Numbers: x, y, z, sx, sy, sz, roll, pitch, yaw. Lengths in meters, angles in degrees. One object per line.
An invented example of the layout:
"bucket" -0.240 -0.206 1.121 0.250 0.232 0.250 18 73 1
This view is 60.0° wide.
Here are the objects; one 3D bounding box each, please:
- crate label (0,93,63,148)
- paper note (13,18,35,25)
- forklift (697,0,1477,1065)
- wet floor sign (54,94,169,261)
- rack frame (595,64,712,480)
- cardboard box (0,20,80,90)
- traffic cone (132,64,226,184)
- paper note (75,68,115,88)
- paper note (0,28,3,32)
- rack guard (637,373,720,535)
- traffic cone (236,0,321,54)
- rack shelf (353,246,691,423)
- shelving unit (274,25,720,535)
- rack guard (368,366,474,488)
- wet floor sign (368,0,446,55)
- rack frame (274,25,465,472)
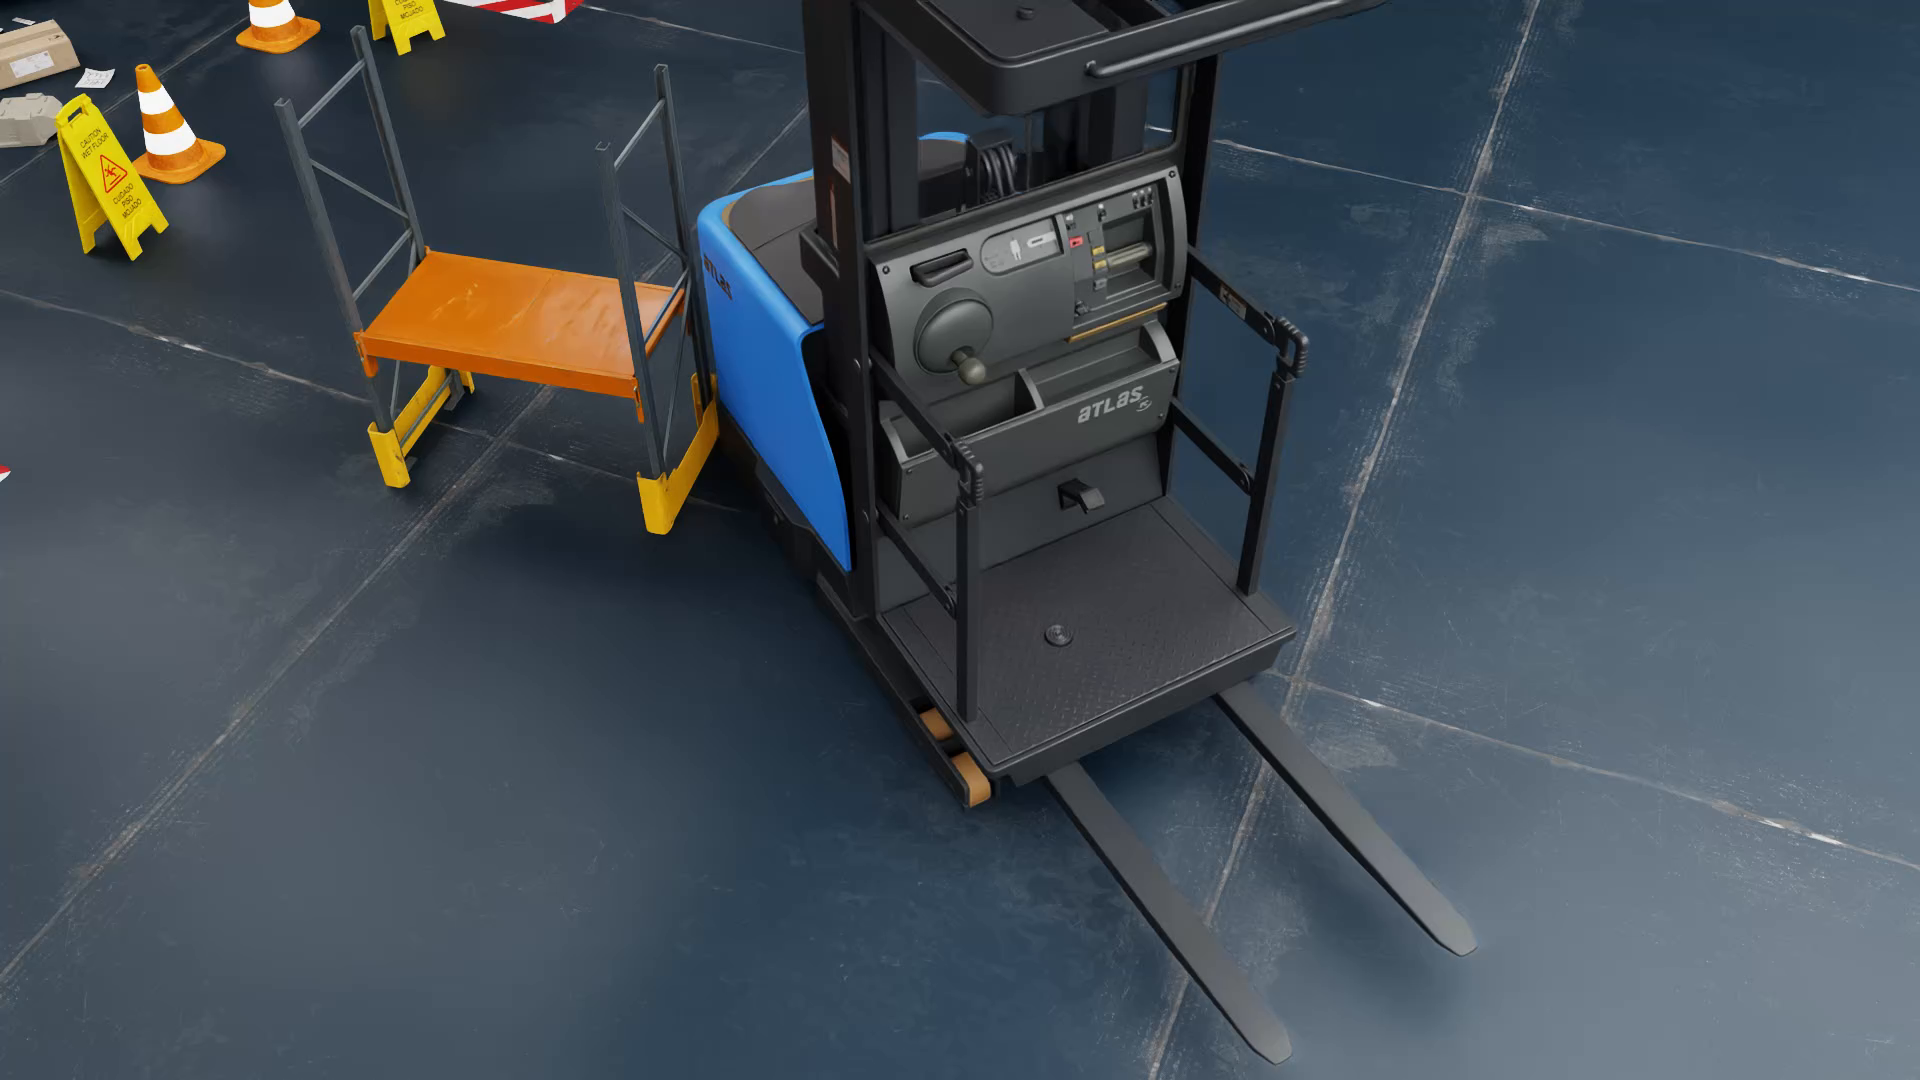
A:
"crate label" -4.253 -1.923 7.585 0.298 0.136 0.250 -5 45 -5
"paper note" -4.712 -2.610 8.367 0.123 0.001 0.032 16 47 16
"forklift" 0.314 -0.621 4.296 1.130 2.935 3.031 -22 49 -21
"wet floor sign" -3.520 -1.499 6.799 0.232 0.644 0.267 9 46 9
"rack frame" -0.968 -0.752 5.442 0.032 1.500 0.500 10 46 10
"cardboard box" -4.483 -2.332 7.989 0.380 0.149 0.250 -28 51 -25
"traffic cone" -3.503 -1.865 7.296 0.334 0.463 0.336 16 47 16
"paper note" -4.135 -2.211 7.950 0.142 0.019 0.148 2 45 2
"paper note" -4.861 -2.535 8.284 0.142 0.019 0.148 33 54 29
"rack guard" -0.986 -0.312 5.886 0.087 0.250 0.587 10 46 10
"traffic cone" -3.390 -2.680 8.115 0.334 0.463 0.336 16 47 16
"rack shelf" -1.461 -0.710 5.655 1.000 0.185 0.538 10 46 10
"shelving unit" -1.470 -0.839 5.530 1.083 1.500 0.587 10 46 10
"rack guard" -1.954 -0.480 6.055 0.087 0.250 0.587 10 46 10
"wet floor sign" -2.733 -2.719 8.026 0.232 0.644 0.267 33 54 29
"rack frame" -1.955 -0.923 5.615 0.032 1.500 0.500 10 46 10
